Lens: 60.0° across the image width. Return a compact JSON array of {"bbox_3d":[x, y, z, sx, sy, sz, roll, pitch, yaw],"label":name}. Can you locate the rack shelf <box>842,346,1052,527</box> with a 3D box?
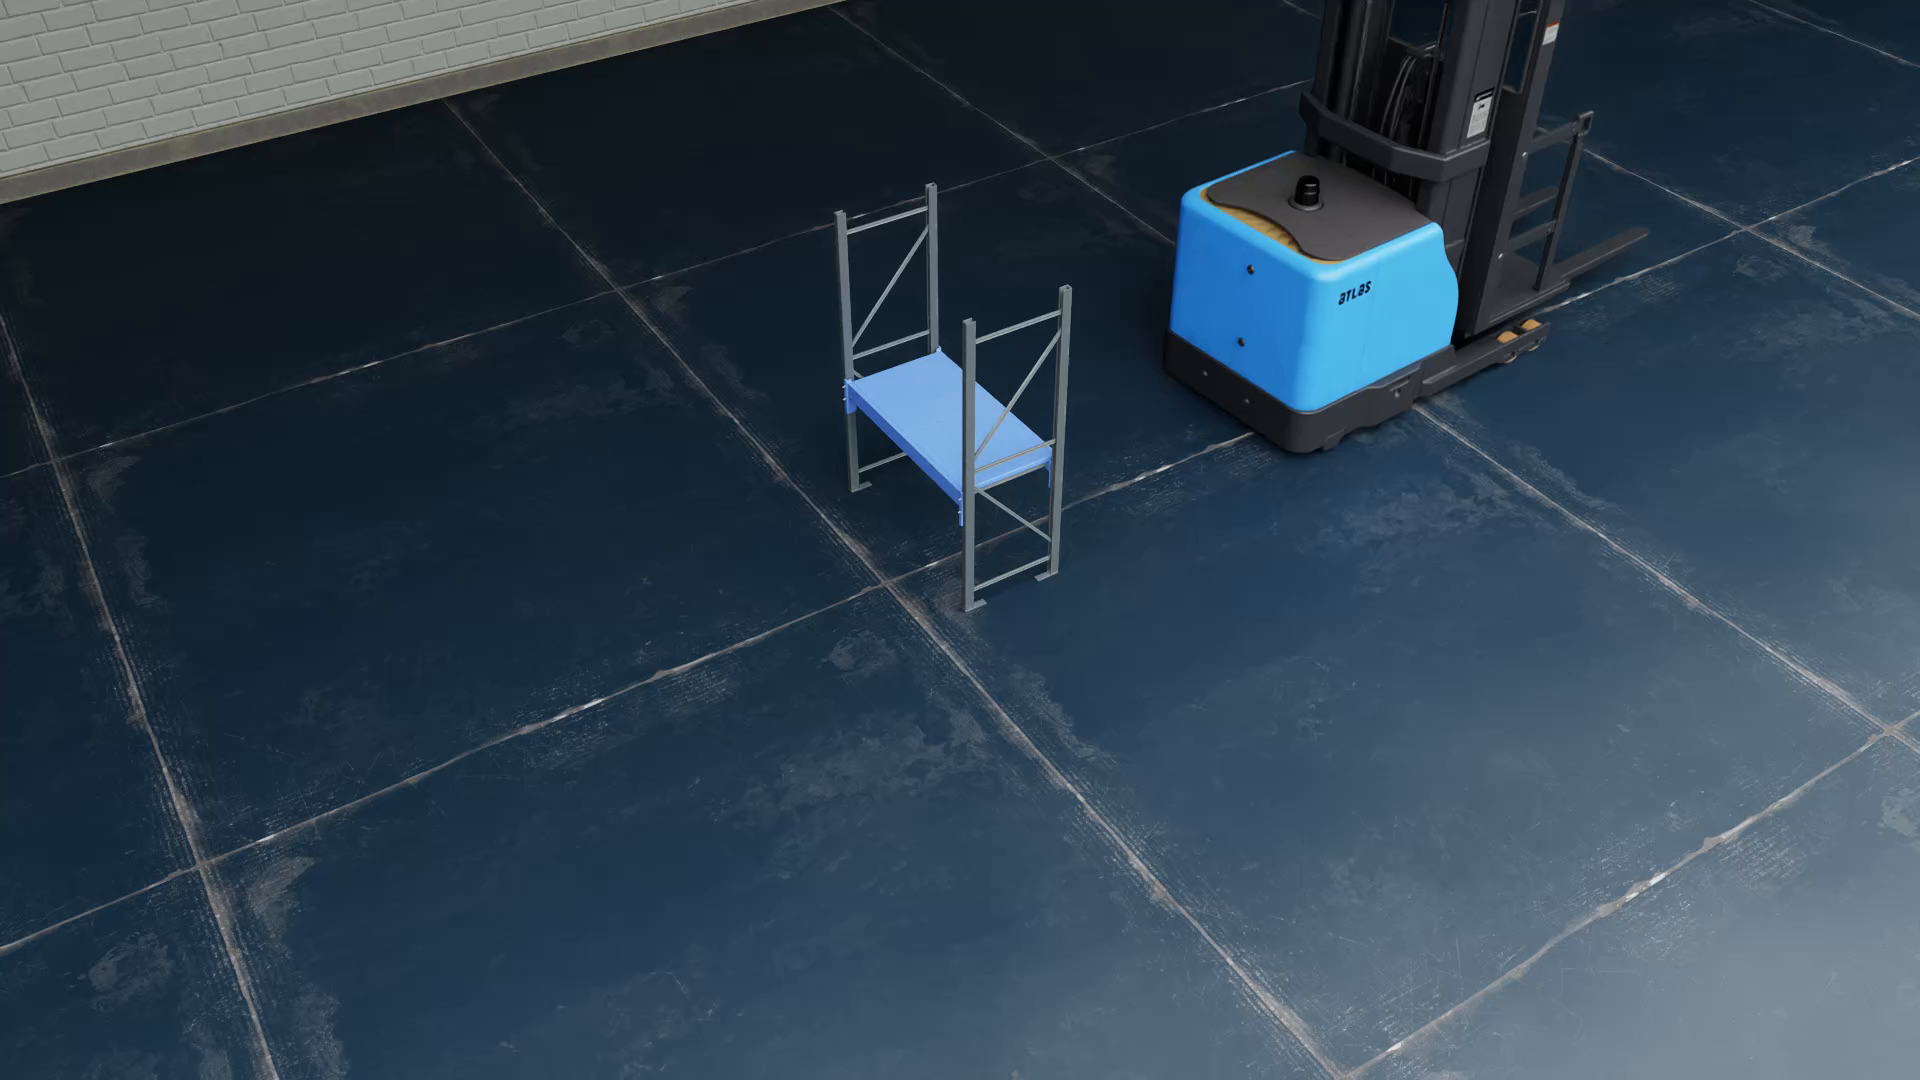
[{"bbox_3d":[-0.046,-0.484,7.440,0.538,0.185,1.000,-22,45,-24],"label":"rack shelf"}]

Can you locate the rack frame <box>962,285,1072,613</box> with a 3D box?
[{"bbox_3d":[0.227,-0.348,6.996,0.500,1.500,0.032,-22,45,-24],"label":"rack frame"}]

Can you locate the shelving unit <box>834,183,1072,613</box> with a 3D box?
[{"bbox_3d":[-0.046,-0.622,7.325,0.538,1.500,1.048,-22,45,-24],"label":"shelving unit"}]

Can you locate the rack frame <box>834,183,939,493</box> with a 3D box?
[{"bbox_3d":[-0.319,-0.897,7.654,0.500,1.500,0.032,-22,45,-24],"label":"rack frame"}]

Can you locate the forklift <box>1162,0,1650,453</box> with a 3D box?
[{"bbox_3d":[2.548,-2.318,8.242,3.031,2.935,1.130,-26,46,-27],"label":"forklift"}]
